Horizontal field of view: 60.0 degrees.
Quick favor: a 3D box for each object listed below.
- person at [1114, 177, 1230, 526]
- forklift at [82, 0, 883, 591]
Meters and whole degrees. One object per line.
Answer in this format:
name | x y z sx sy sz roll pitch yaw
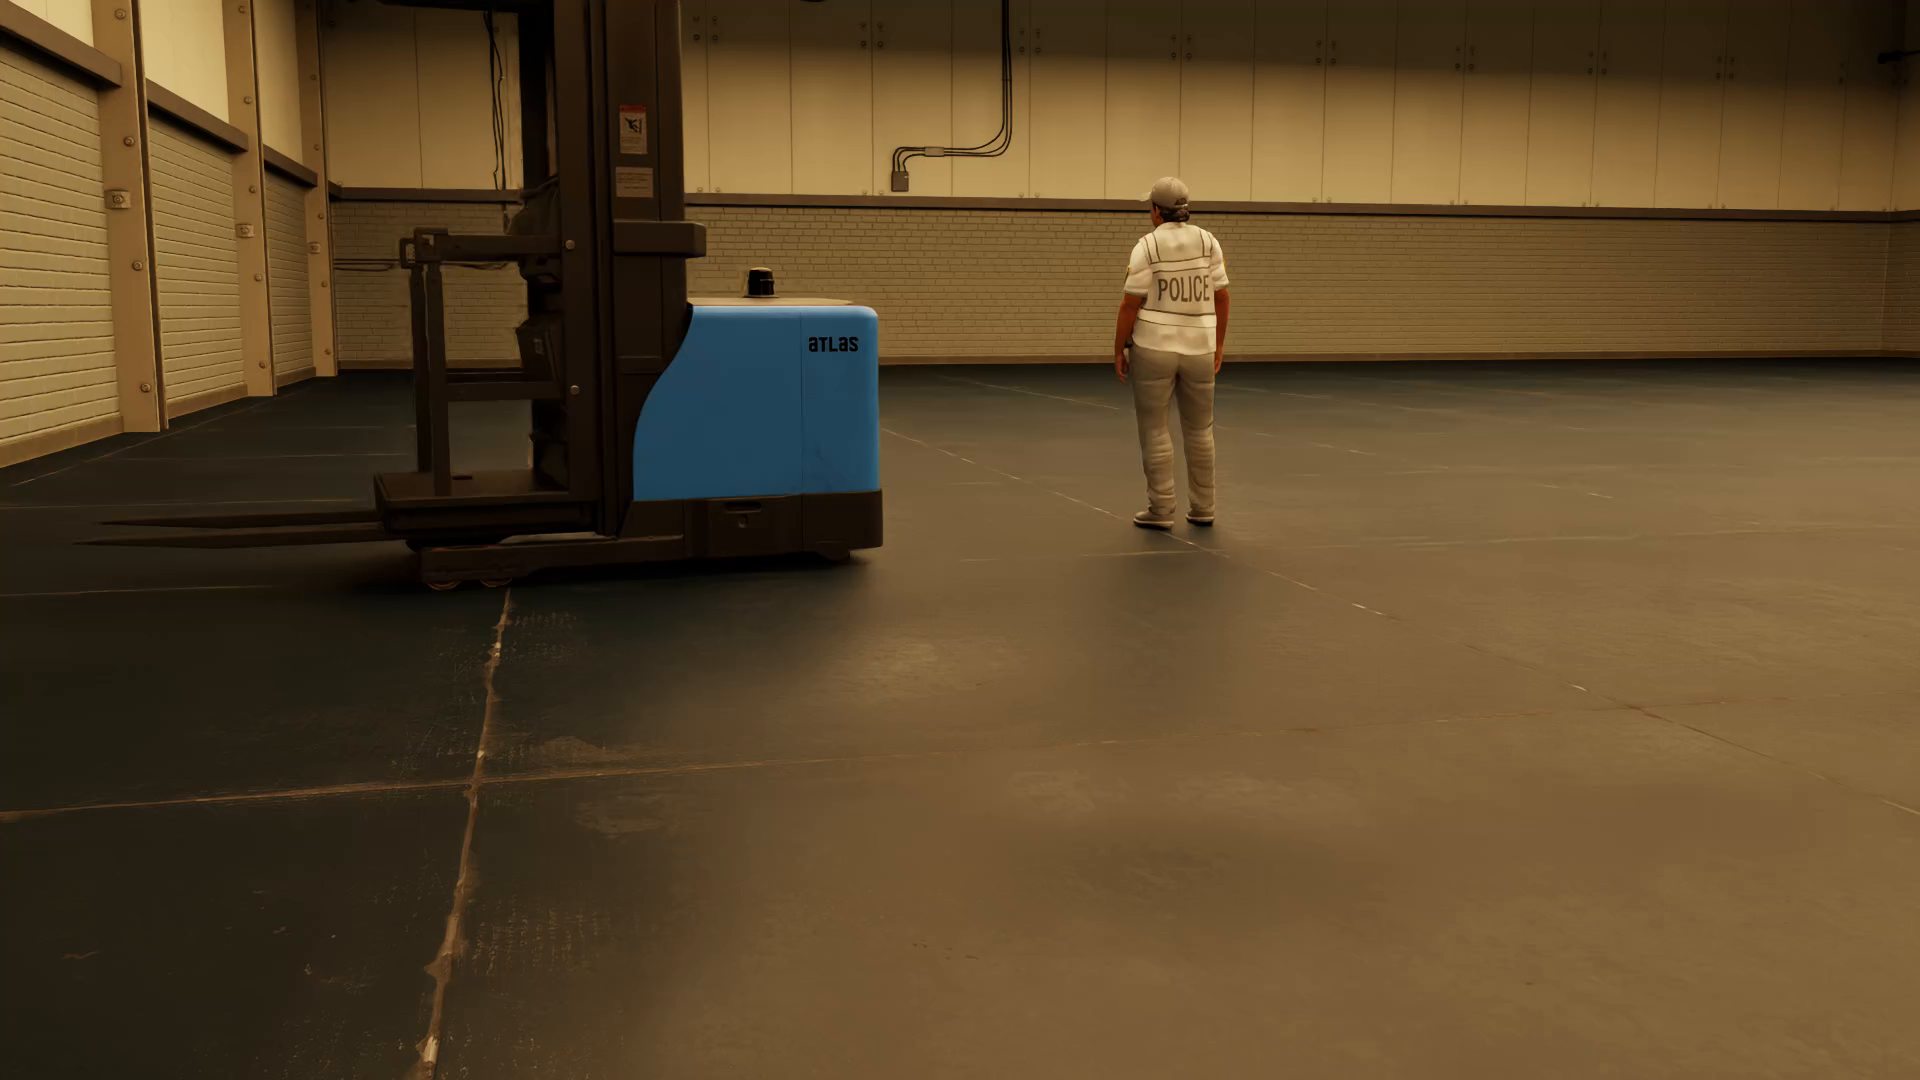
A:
person | 1.014 -0.898 8.059 0.601 1.669 0.529 -2 8 -13
forklift | -1.897 -1.341 6.713 3.031 2.935 1.130 -3 9 -21
